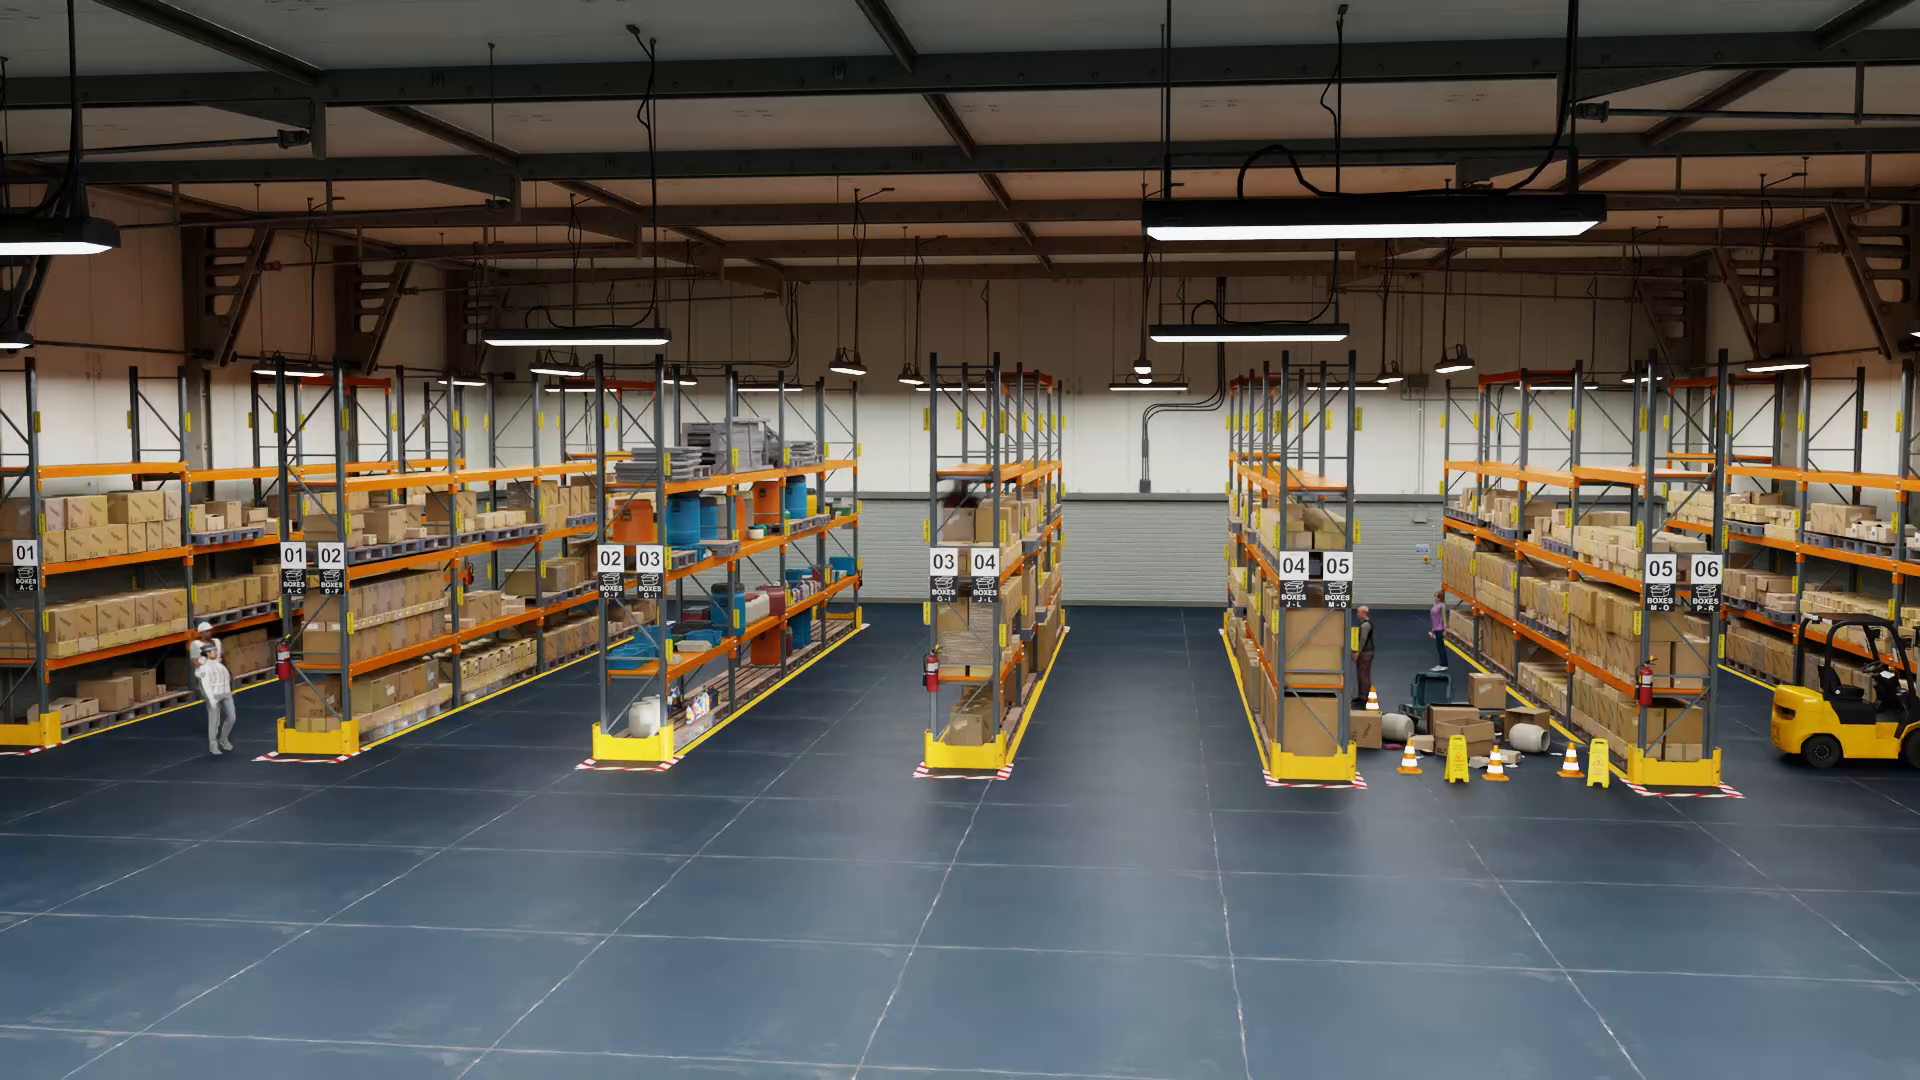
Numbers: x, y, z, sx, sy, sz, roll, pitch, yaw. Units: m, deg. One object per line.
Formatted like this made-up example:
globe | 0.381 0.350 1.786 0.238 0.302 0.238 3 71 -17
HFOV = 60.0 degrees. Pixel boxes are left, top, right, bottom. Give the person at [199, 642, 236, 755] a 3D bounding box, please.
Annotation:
person | -11.264 2.387 25.227 0.505 1.689 0.555 3 5 32

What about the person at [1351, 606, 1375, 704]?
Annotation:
person | 7.192 2.039 29.663 0.397 1.731 0.545 2 4 25

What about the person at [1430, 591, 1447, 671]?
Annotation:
person | 9.678 1.828 33.597 0.346 1.602 0.481 1 4 10

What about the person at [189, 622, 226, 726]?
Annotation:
person | -12.203 2.194 26.930 0.493 1.735 0.943 -1 4 -14
